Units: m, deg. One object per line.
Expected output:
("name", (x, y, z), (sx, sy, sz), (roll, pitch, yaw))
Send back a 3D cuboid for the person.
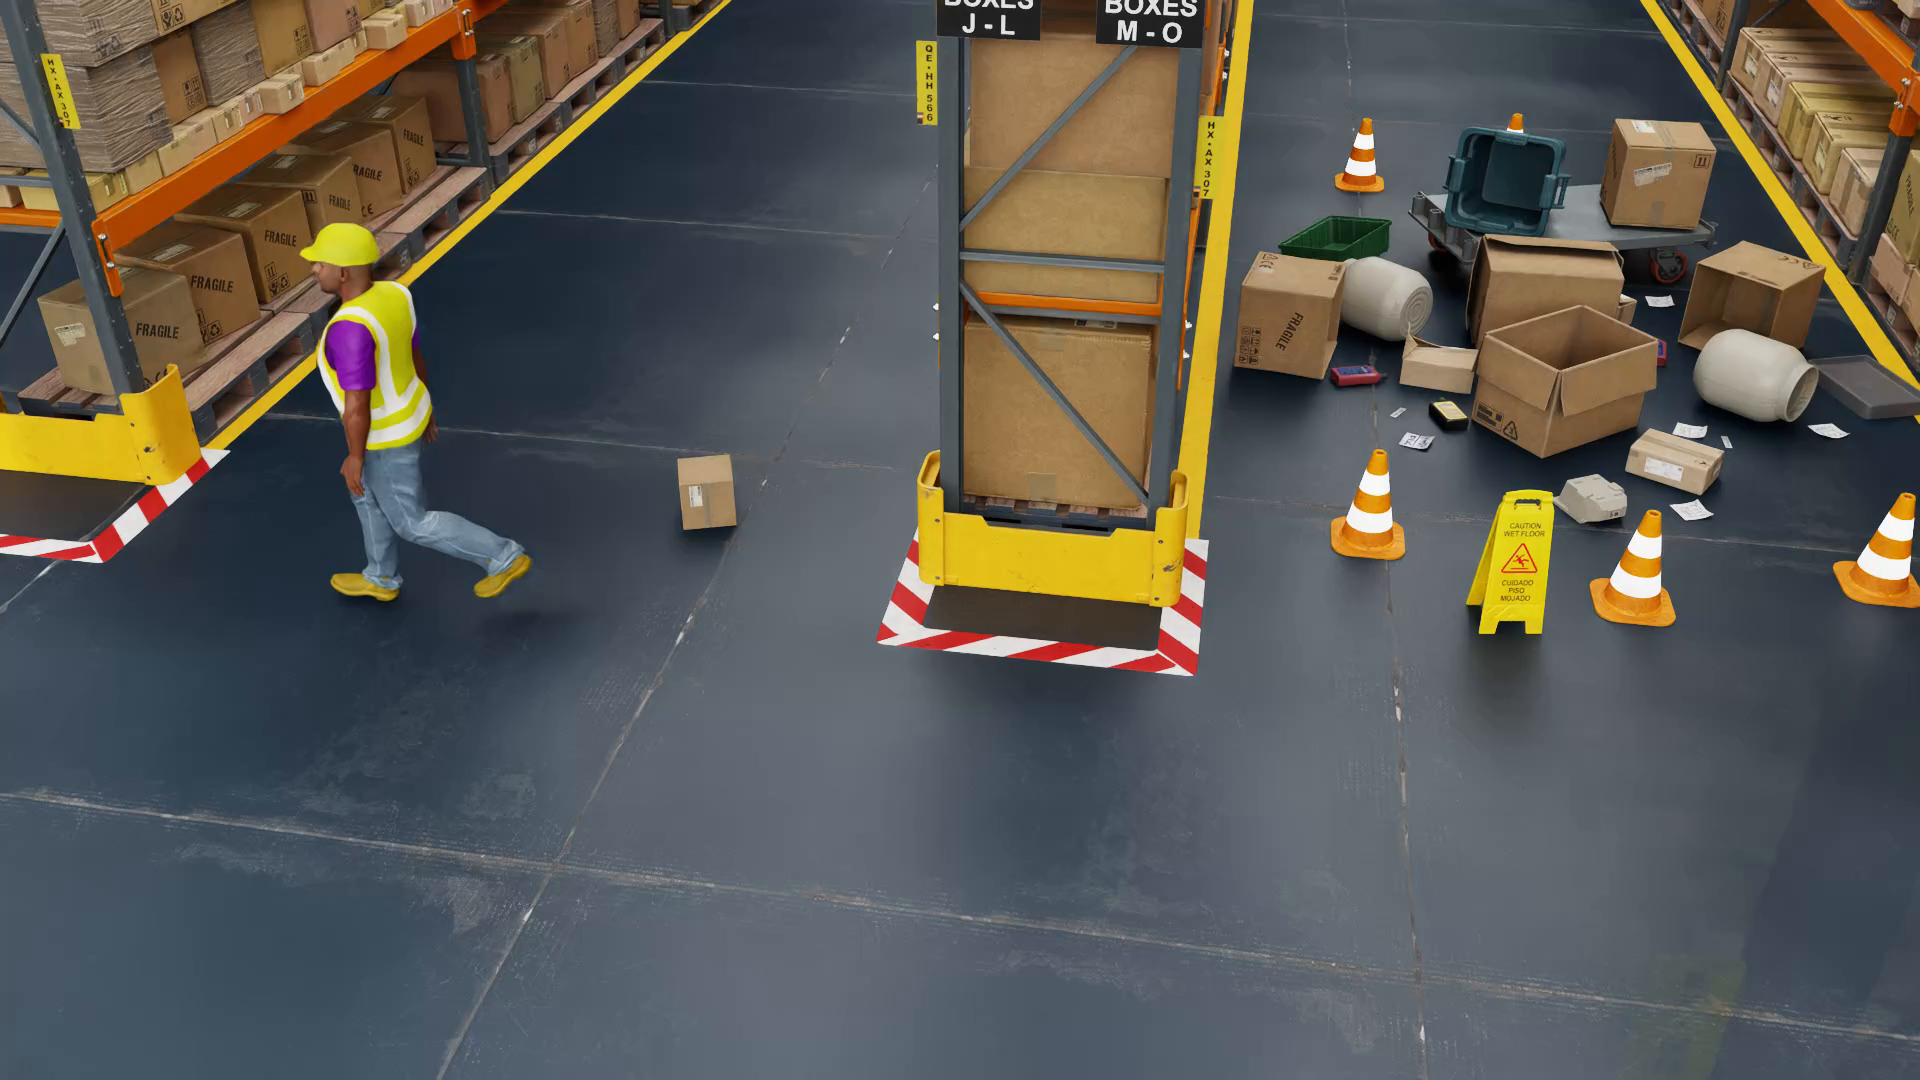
("person", (-2.309, -0.460, 6.844), (0.937, 1.738, 0.584), (0, 32, -1))
